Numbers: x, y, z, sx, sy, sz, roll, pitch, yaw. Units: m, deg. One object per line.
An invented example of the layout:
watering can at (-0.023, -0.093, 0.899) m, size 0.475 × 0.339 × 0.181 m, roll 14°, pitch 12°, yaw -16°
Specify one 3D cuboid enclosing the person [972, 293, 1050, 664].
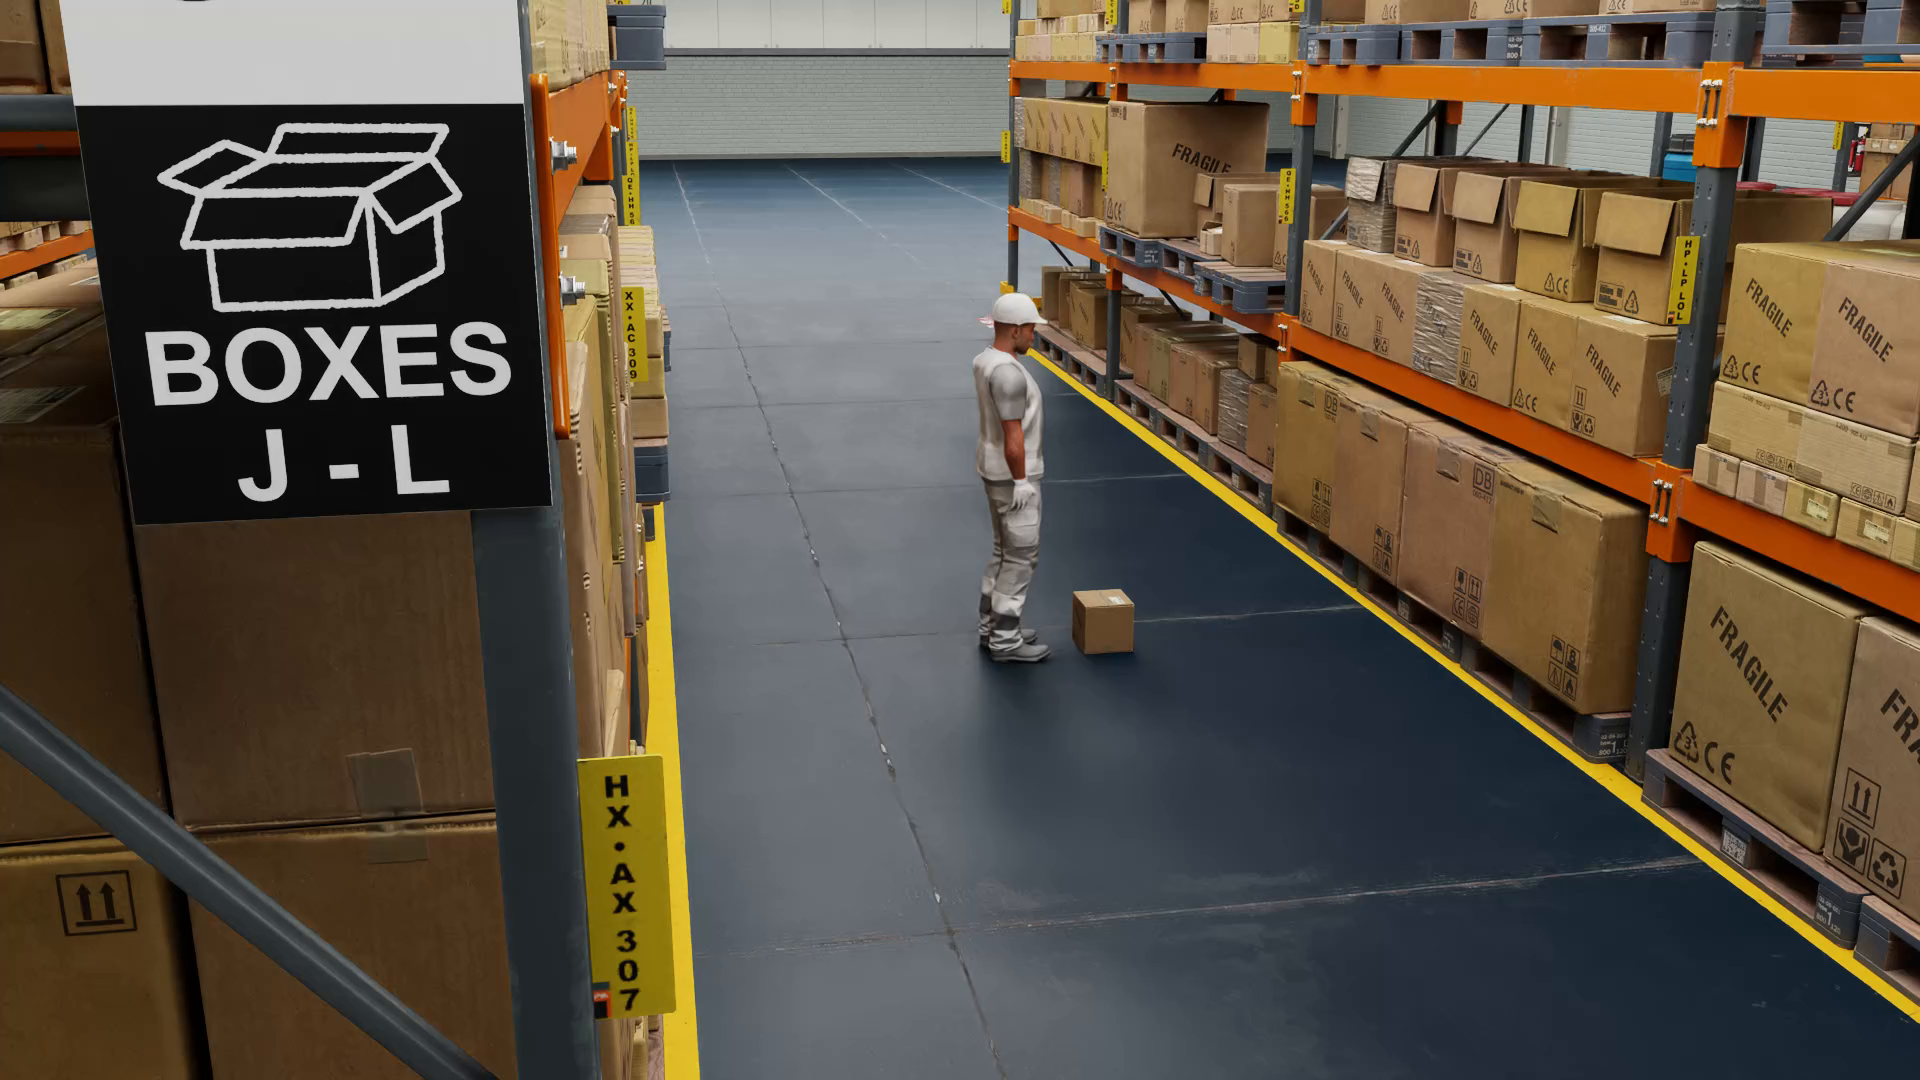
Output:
person at (0.246, -0.304, 8.055) m, size 0.351 × 1.777 × 0.528 m, roll -3°, pitch 16°, yaw -9°
